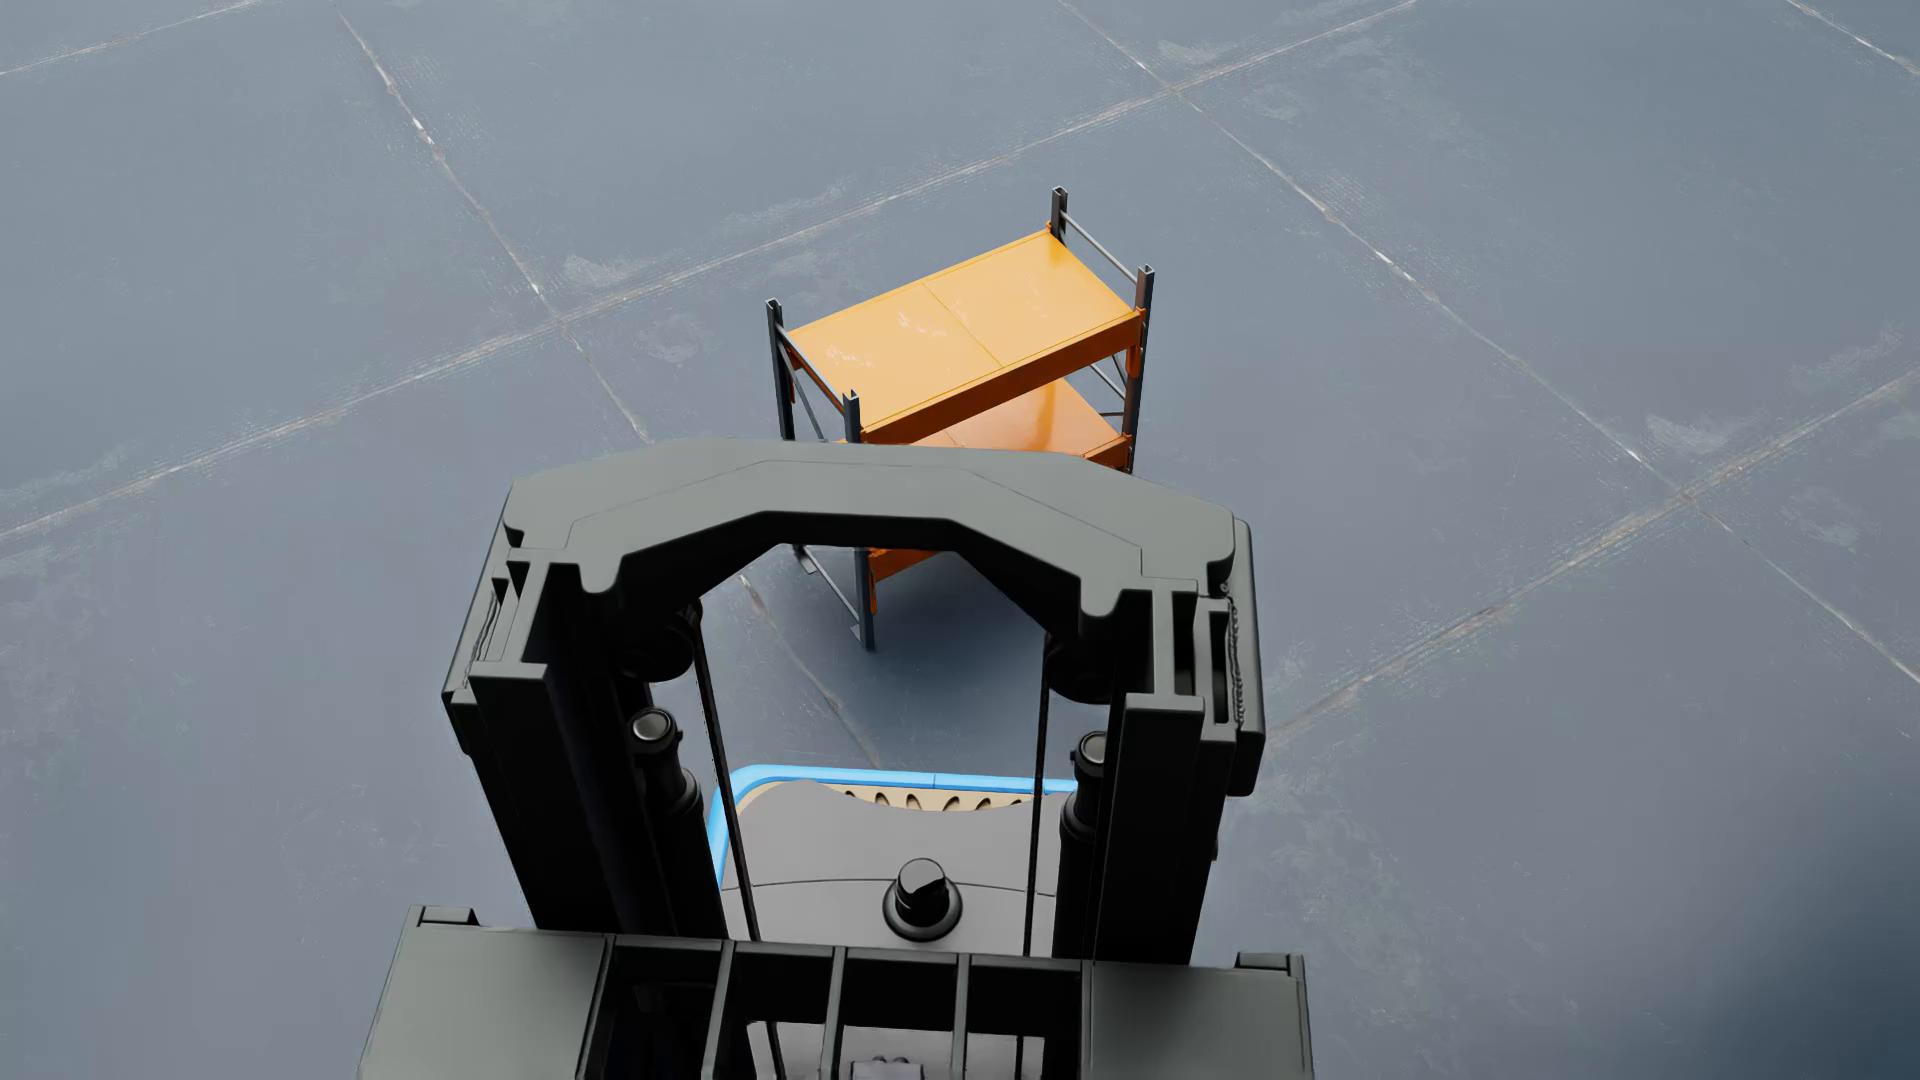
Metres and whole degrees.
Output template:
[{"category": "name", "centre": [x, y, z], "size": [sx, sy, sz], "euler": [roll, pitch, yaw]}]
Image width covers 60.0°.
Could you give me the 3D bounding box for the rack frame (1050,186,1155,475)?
[{"category": "rack frame", "centre": [0.436, -0.579, 5.513], "size": [0.032, 1.125, 0.500], "euler": [-25, 53, -21]}]

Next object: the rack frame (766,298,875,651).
[{"category": "rack frame", "centre": [-0.424, -0.174, 5.152], "size": [0.032, 1.125, 0.500], "euler": [-25, 53, -21]}]

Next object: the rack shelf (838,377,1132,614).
[{"category": "rack shelf", "centre": [0.006, -0.214, 5.515], "size": [1.000, 0.278, 0.538], "euler": [-25, 53, -21]}]

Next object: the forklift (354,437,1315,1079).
[{"category": "forklift", "centre": [-0.149, 1.379, 2.559], "size": [1.130, 2.935, 3.031], "euler": [3, 48, 2]}]

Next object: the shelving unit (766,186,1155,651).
[{"category": "shelving unit", "centre": [0.006, -0.377, 5.332], "size": [1.048, 1.125, 0.538], "euler": [-25, 53, -21]}]

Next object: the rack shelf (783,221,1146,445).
[{"category": "rack shelf", "centre": [0.006, -0.571, 5.114], "size": [1.000, 0.278, 0.538], "euler": [-25, 53, -21]}]
